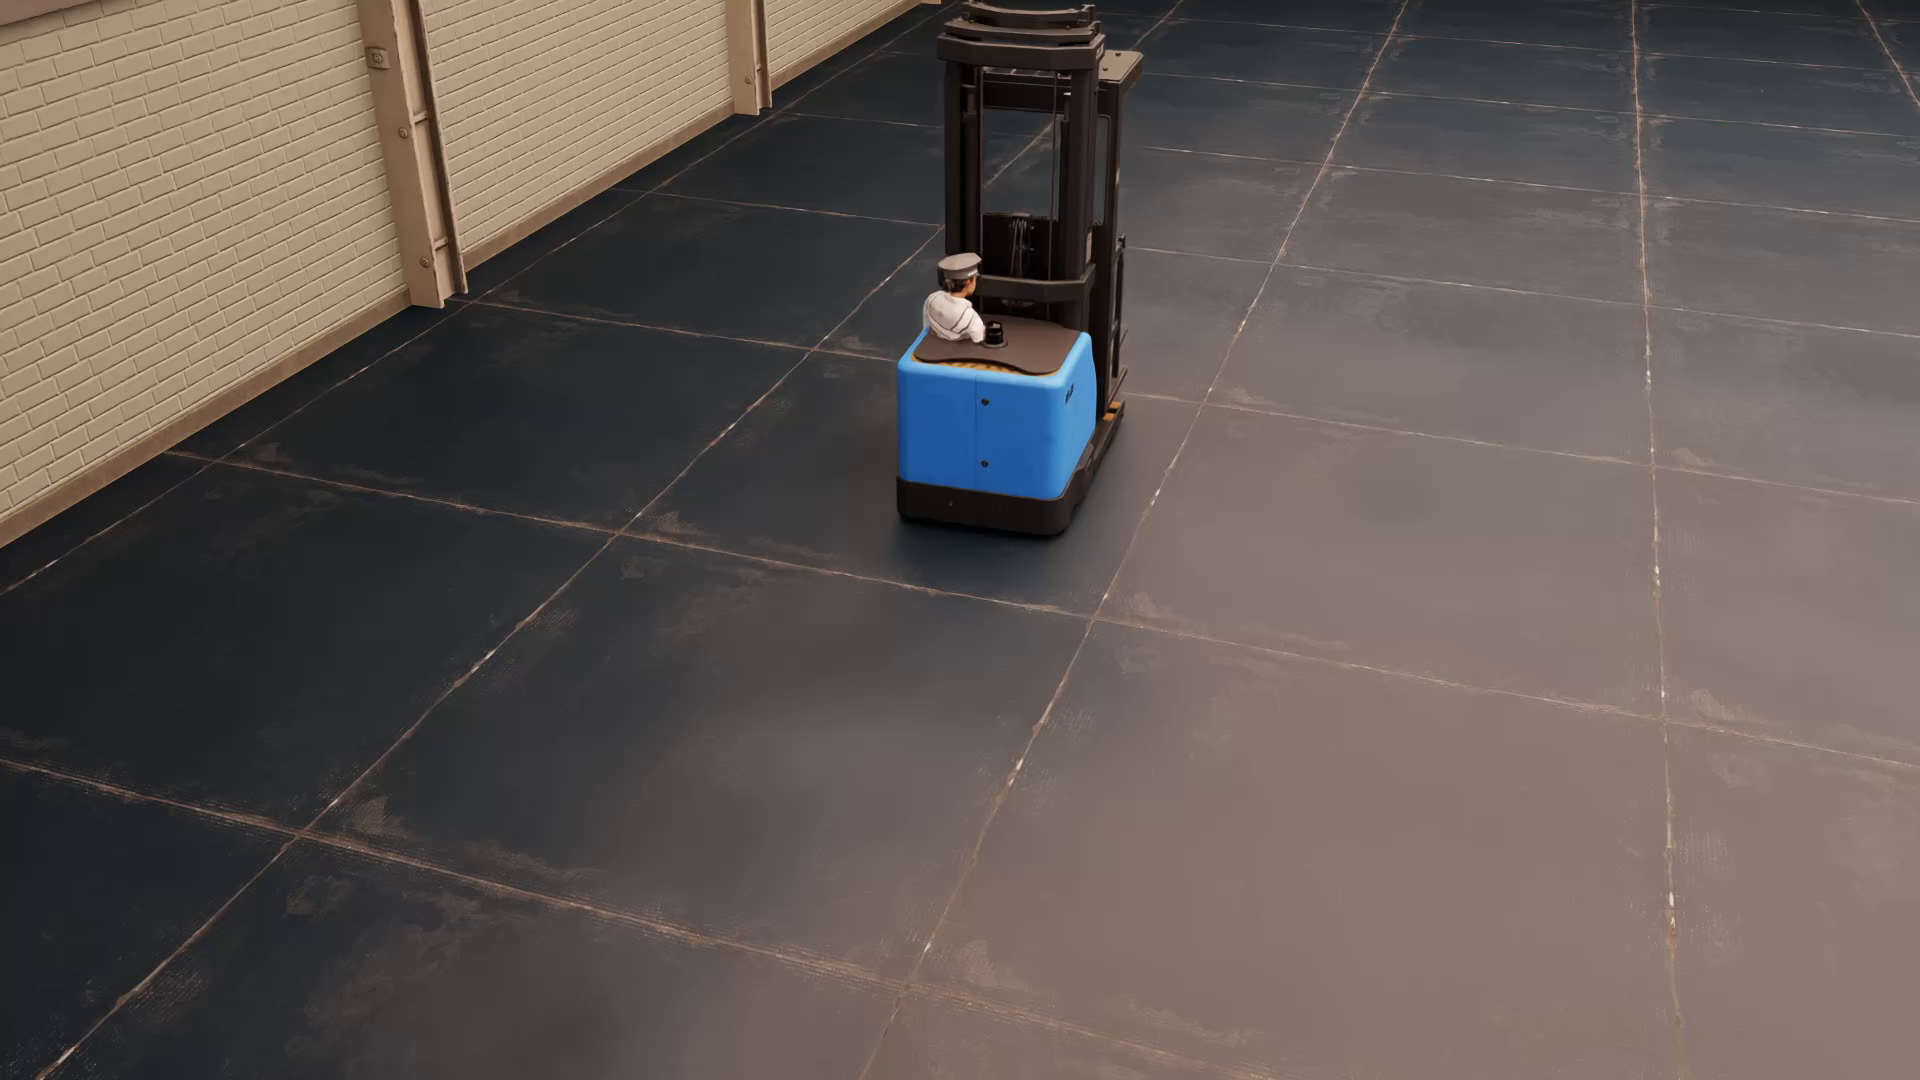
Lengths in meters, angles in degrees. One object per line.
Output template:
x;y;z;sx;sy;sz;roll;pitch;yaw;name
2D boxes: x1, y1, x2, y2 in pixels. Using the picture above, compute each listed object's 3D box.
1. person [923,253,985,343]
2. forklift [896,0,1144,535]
0.153;-1.067;10.326;0.658;1.519;0.720;-19;35;-29;person
0.510;-2.018;10.676;1.130;2.935;3.031;8;31;14;forklift
